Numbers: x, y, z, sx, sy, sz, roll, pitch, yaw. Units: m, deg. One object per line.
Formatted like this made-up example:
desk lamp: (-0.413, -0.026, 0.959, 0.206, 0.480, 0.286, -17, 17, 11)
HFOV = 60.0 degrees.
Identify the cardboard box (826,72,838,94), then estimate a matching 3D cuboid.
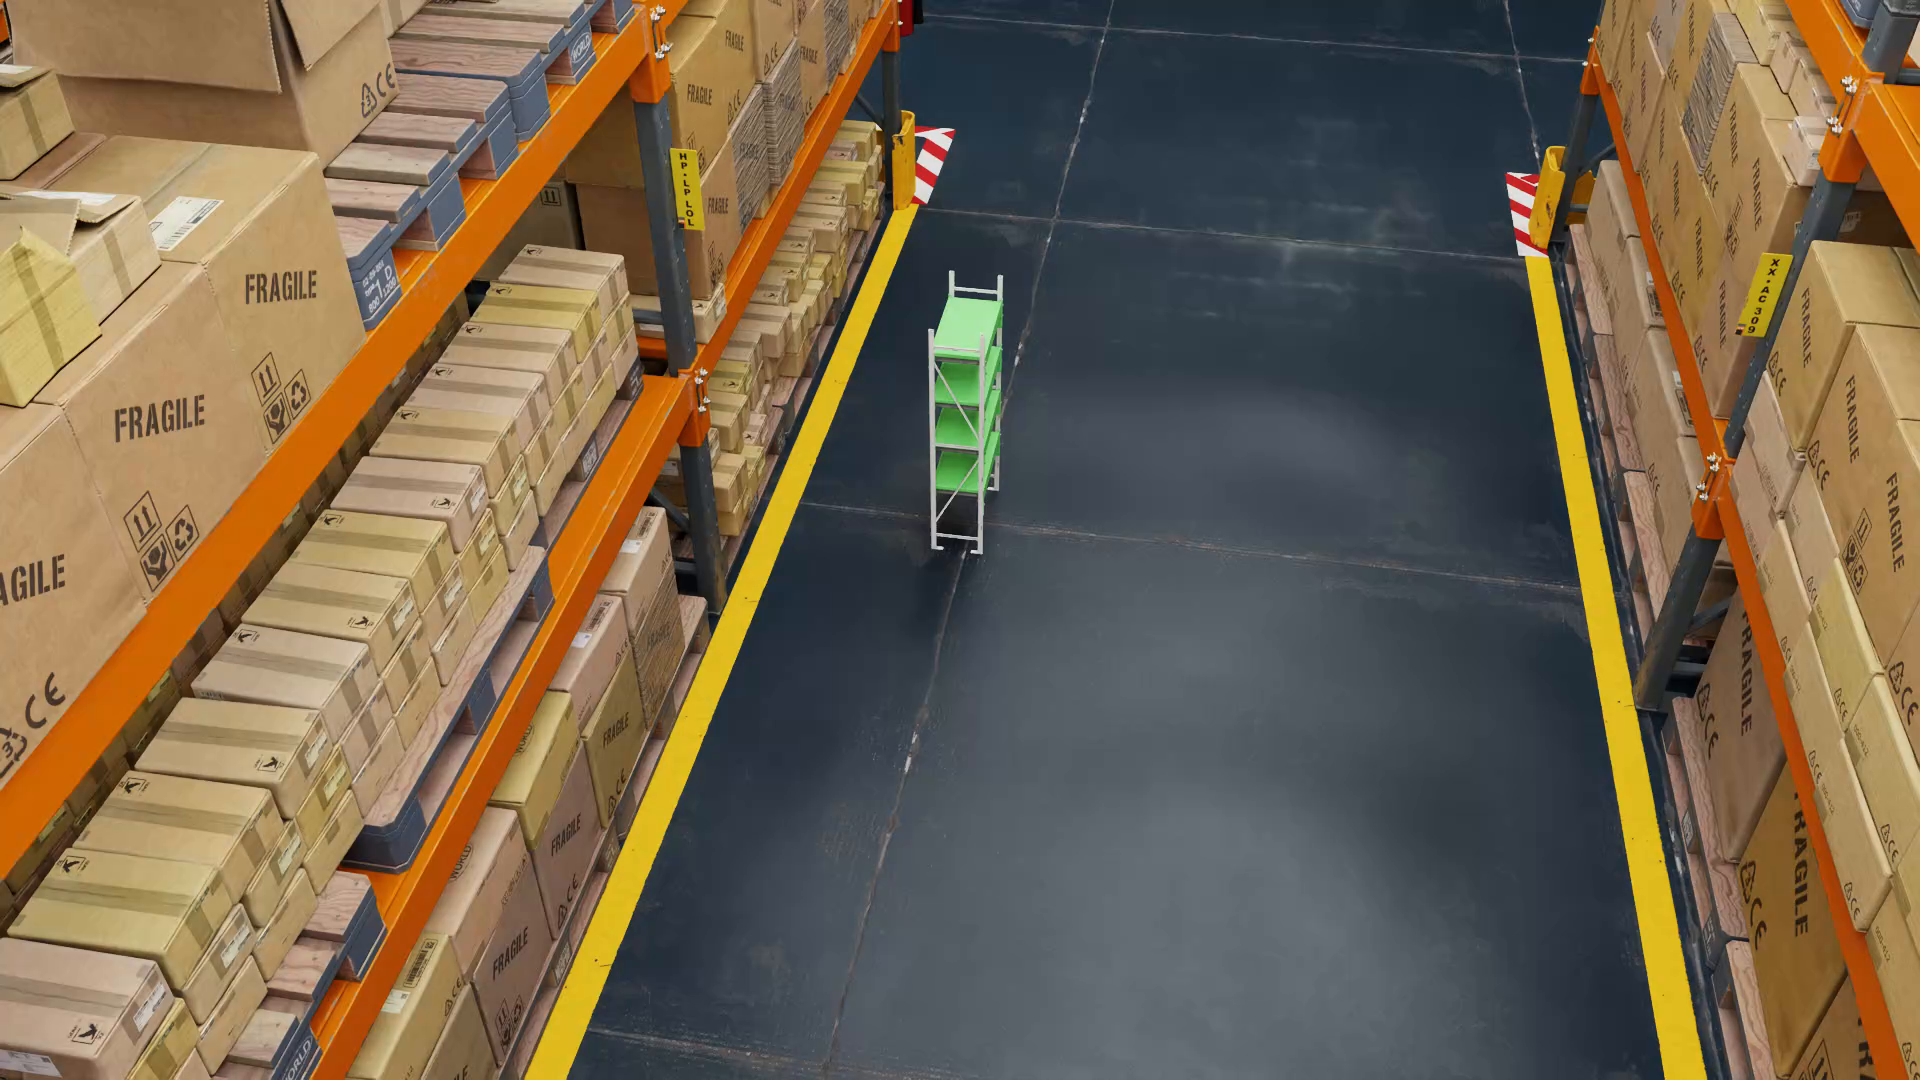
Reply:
cardboard box: (-0.845, -2.449, 8.652, 0.380, 0.149, 0.250, 5, 40, 6)

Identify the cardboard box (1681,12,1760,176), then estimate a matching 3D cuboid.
cardboard box: (3.323, -1.813, 6.822, 0.500, 0.500, 0.500, 7, 40, 8)

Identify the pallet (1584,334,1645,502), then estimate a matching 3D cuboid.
pallet: (3.756, -0.586, 8.390, 1.003, 0.211, 1.213, 6, 40, 8)

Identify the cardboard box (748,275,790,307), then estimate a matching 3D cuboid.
cardboard box: (-1.076, -1.220, 8.409, 0.380, 0.149, 0.250, 5, 40, 6)

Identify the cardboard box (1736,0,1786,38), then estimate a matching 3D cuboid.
cardboard box: (3.362, -2.122, 6.687, 0.380, 0.149, 0.250, 6, 40, 7)

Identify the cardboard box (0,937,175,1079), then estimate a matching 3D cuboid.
cardboard box: (-1.975, 1.038, 3.638, 0.380, 0.149, 0.250, 6, 40, 8)

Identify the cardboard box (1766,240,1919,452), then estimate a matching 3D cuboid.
cardboard box: (2.979, -0.604, 5.360, 0.500, 0.500, 0.500, 7, 40, 8)

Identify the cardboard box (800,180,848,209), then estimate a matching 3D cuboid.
cardboard box: (-0.831, -1.866, 9.190, 0.380, 0.149, 0.250, 5, 40, 6)

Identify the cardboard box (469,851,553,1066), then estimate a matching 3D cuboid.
cardboard box: (-1.705, 1.351, 5.491, 0.500, 0.500, 0.500, 5, 40, 7)

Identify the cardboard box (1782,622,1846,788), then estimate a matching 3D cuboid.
cardboard box: (2.810, 0.525, 4.975, 0.500, 0.250, 0.500, 6, 40, 7)

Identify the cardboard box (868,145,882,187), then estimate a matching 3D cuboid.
cardboard box: (-0.672, -2.232, 9.867, 0.380, 0.149, 0.250, 5, 40, 6)

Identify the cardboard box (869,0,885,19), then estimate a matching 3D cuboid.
cardboard box: (-0.640, -3.084, 9.421, 0.380, 0.149, 0.250, 6, 40, 8)

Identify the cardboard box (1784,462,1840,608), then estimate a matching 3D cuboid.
cardboard box: (2.922, 0.016, 5.199, 0.500, 0.250, 0.500, 7, 40, 8)

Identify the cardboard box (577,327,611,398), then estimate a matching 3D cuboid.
cardboard box: (-1.473, -0.649, 5.912, 0.380, 0.149, 0.250, 7, 40, 8)

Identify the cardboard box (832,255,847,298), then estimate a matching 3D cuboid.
cardboard box: (-0.835, -1.475, 9.184, 0.380, 0.149, 0.250, 5, 40, 6)

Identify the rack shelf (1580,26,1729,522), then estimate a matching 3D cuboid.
rack shelf: (3.685, -1.402, 7.753, 1.077, 0.370, 4.000, 6, 40, 8)

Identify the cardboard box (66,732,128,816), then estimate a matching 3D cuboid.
cardboard box: (-2.478, 0.574, 4.433, 0.380, 0.149, 0.250, 6, 40, 8)

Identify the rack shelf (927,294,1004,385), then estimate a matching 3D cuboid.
rack shelf: (0.029, -0.887, 7.325, 0.258, 0.148, 0.480, 6, 40, 8)

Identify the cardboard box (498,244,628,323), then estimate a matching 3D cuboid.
cardboard box: (-1.432, -0.928, 6.015, 0.380, 0.149, 0.250, 8, 40, 10)

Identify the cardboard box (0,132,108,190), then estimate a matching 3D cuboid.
cardboard box: (-2.234, -0.606, 3.793, 0.500, 0.500, 0.500, 6, 40, 8)

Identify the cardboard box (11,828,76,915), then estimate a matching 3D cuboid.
cardboard box: (-2.525, 0.861, 4.319, 0.380, 0.149, 0.250, 7, 40, 8)

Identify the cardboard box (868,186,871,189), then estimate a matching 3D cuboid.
cardboard box: (-0.748, -2.127, 9.973, 0.380, 0.149, 0.250, 7, 40, 8)

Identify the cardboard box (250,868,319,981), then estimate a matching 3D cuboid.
cardboard box: (-1.878, 0.942, 4.221, 0.380, 0.149, 0.250, 8, 40, 10)

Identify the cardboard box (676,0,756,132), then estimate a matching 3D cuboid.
cardboard box: (-1.162, -2.029, 6.850, 0.500, 0.500, 0.500, 5, 40, 6)

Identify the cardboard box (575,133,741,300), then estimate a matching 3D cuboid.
cardboard box: (-1.220, -1.343, 6.805, 0.500, 0.500, 0.500, 6, 40, 7)

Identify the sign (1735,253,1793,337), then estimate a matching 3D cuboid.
sign: (2.792, -0.849, 5.778, 0.100, 0.325, 0.005, 6, 40, 8)

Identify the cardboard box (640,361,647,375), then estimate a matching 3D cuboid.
cardboard box: (-1.708, -0.773, 7.868, 0.380, 0.149, 0.250, 6, 40, 7)

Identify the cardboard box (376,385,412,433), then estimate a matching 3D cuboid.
cardboard box: (-2.165, -0.444, 5.898, 0.380, 0.149, 0.250, 7, 40, 8)

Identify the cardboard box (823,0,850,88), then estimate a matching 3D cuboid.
cardboard box: (-0.859, -2.618, 8.347, 0.500, 0.500, 0.500, 7, 40, 8)

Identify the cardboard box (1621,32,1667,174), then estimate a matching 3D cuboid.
cardboard box: (3.499, -2.066, 7.913, 0.500, 0.500, 0.500, 6, 40, 7)

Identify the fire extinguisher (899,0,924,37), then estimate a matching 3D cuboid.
fire extinguisher: (-0.364, -3.351, 9.899, 0.296, 0.674, 0.183, 6, 40, 8)

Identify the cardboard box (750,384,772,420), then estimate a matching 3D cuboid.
cardboard box: (-1.142, -0.656, 8.195, 0.380, 0.149, 0.250, 6, 40, 7)

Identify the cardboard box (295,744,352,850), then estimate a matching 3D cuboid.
cardboard box: (-1.834, 0.646, 4.346, 0.380, 0.149, 0.250, 7, 40, 8)

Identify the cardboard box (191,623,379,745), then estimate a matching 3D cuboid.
cardboard box: (-1.794, 0.382, 4.431, 0.380, 0.149, 0.250, 8, 40, 10)

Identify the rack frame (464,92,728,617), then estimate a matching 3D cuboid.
rack frame: (-1.554, -0.907, 6.590, 1.000, 3.000, 0.127, 6, 40, 8)

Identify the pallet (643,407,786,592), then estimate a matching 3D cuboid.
pallet: (-1.473, -0.257, 7.993, 1.003, 0.211, 1.213, 6, 40, 8)

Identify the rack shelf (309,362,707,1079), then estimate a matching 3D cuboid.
rack shelf: (-1.900, 0.626, 5.301, 1.077, 0.370, 4.000, 6, 40, 8)

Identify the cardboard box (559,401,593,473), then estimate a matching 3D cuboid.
cardboard box: (-1.517, -0.381, 5.822, 0.380, 0.149, 0.250, 6, 40, 8)

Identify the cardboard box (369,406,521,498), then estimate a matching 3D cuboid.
cardboard box: (-1.615, -0.278, 5.230, 0.380, 0.149, 0.250, 5, 40, 6)

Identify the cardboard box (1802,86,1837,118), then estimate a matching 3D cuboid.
cardboard box: (3.231, -1.480, 5.911, 0.380, 0.149, 0.250, 7, 40, 9)

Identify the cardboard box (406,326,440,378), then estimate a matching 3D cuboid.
cardboard box: (-2.118, -0.727, 6.006, 0.380, 0.149, 0.250, 6, 40, 7)

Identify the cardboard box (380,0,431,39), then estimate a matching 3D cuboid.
cardboard box: (-1.913, -1.661, 4.888, 0.500, 0.311, 0.500, 6, 40, 7)

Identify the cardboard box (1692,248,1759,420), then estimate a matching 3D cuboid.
cardboard box: (3.167, -0.782, 6.360, 0.500, 0.500, 0.500, 7, 40, 8)

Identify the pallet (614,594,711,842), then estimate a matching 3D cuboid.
pallet: (-1.688, 0.657, 6.887, 1.003, 0.211, 1.213, 6, 40, 8)

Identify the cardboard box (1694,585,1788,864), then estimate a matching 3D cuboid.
cardboard box: (3.310, 0.631, 6.068, 0.875, 0.875, 0.875, 8, 40, 9)

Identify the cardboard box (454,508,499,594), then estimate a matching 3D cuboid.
cardboard box: (-1.653, 0.013, 5.111, 0.380, 0.149, 0.250, 7, 40, 8)

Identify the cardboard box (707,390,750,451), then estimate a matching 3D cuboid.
cardboard box: (-1.185, -0.559, 7.610, 0.380, 0.149, 0.250, 8, 40, 10)

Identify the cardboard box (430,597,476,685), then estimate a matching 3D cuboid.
cardboard box: (-1.696, 0.285, 5.016, 0.380, 0.149, 0.250, 5, 40, 6)

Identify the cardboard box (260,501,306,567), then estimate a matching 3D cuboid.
cardboard box: (-2.298, -0.066, 5.207, 0.380, 0.149, 0.250, 6, 40, 7)

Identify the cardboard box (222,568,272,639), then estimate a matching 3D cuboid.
cardboard box: (-2.343, 0.203, 5.115, 0.380, 0.149, 0.250, 5, 40, 6)

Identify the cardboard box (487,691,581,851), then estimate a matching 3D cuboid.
cardboard box: (-1.614, 0.755, 5.623, 0.500, 0.250, 0.500, 5, 40, 6)

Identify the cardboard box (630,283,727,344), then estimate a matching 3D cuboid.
cardboard box: (-1.183, -0.952, 6.841, 0.380, 0.149, 0.250, 8, 40, 9)

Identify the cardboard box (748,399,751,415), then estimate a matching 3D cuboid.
cardboard box: (-1.214, -0.602, 7.896, 0.380, 0.149, 0.250, 6, 40, 7)

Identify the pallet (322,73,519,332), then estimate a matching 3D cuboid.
pallet: (-1.943, -0.964, 4.451, 1.213, 0.211, 1.003, 6, 40, 8)

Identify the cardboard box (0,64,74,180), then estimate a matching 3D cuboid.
cardboard box: (-2.230, -0.978, 3.642, 0.396, 0.266, 0.258, 6, 40, 8)

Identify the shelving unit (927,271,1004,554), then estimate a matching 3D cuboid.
shelving unit: (0.029, -0.566, 7.590, 0.258, 1.200, 0.503, 6, 40, 8)

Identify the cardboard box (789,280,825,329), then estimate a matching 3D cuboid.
cardboard box: (-0.920, -1.245, 8.673, 0.380, 0.149, 0.250, 7, 40, 8)

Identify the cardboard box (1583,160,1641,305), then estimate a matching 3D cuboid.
cardboard box: (4.015, -1.684, 9.211, 0.875, 0.438, 0.875, 5, 40, 6)
